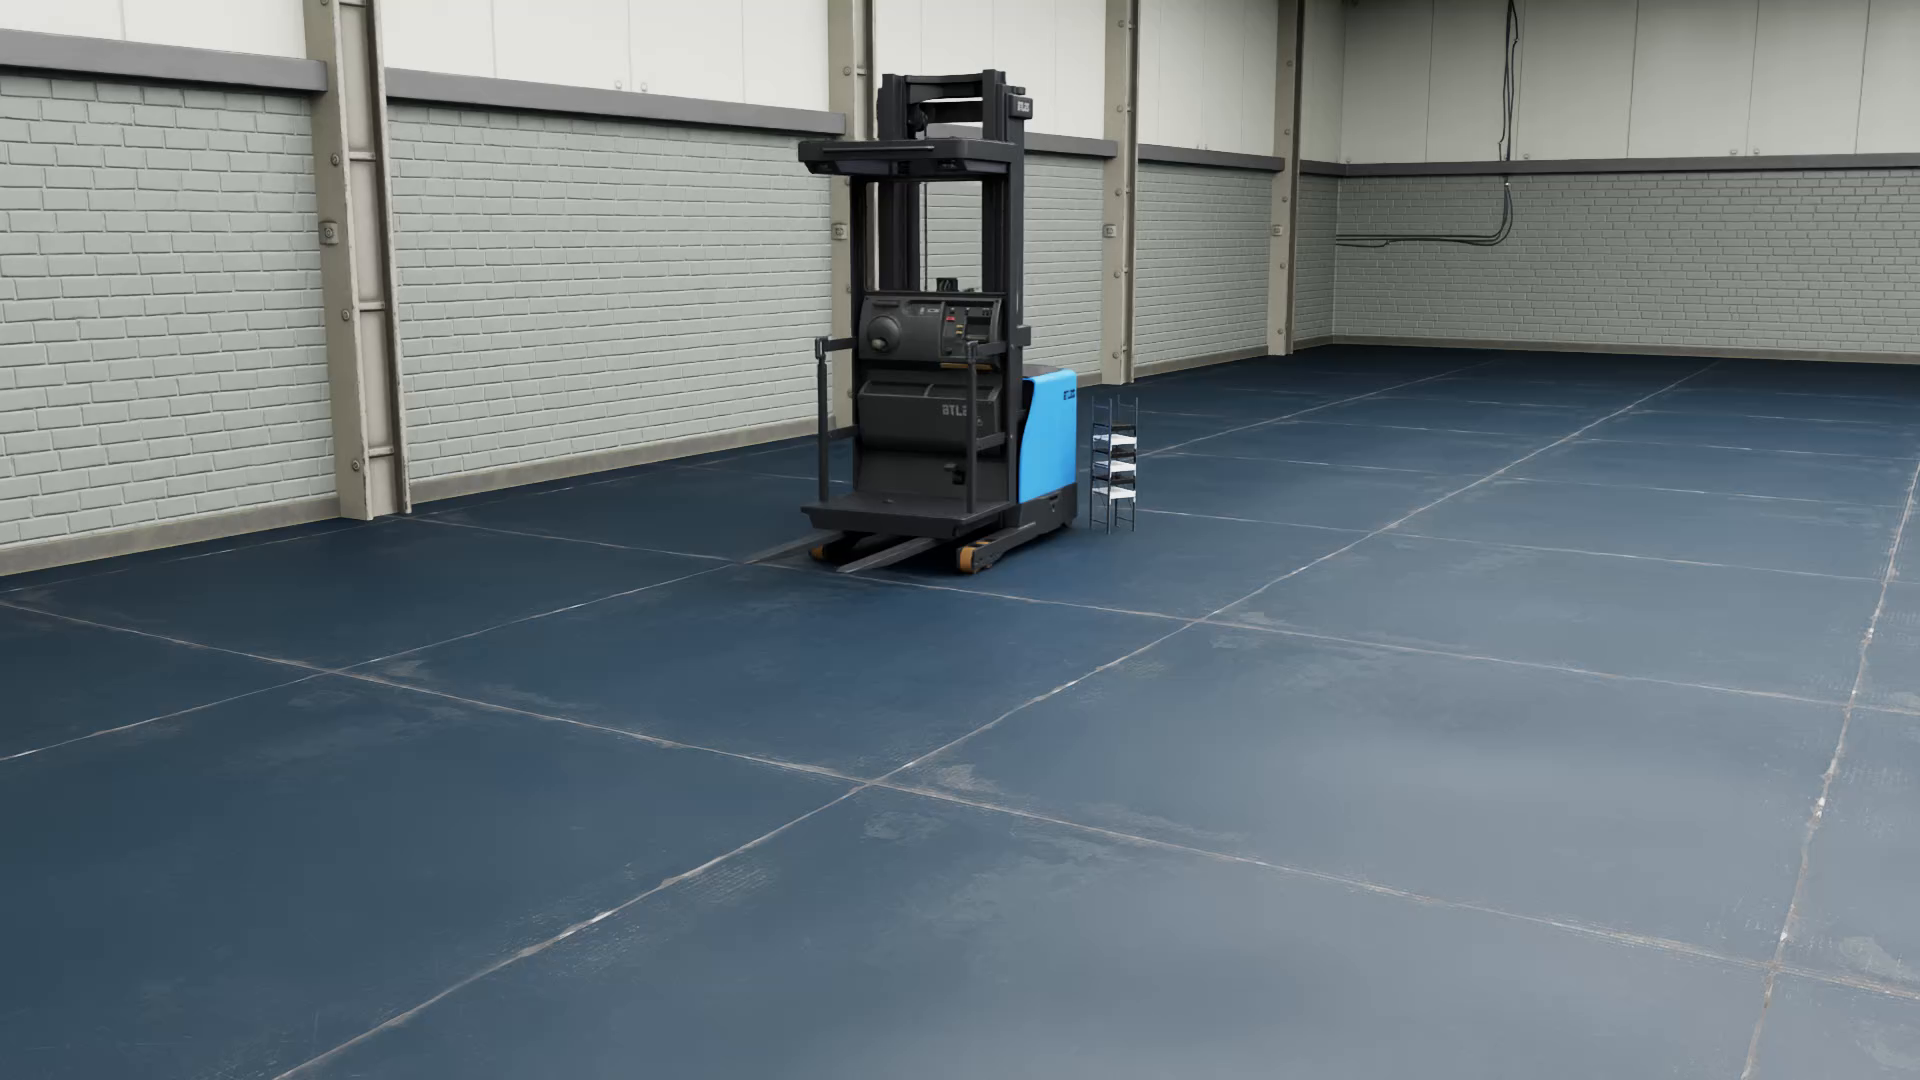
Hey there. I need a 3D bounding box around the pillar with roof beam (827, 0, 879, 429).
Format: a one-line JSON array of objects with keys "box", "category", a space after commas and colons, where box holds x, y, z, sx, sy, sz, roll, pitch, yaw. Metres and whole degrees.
[{"box": [2.630, -5.138, 13.860, 9.100, 9.000, 0.400, 6, 12, 31], "category": "pillar with roof beam"}]

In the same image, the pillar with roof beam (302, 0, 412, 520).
[{"box": [-0.486, -4.195, 8.820, 9.100, 9.000, 0.400, 6, 12, 31], "category": "pillar with roof beam"}]

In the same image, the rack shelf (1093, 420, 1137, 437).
[{"box": [1.028, -0.745, 11.115, 0.200, 0.077, 0.258, -6, 12, -27], "category": "rack shelf"}]

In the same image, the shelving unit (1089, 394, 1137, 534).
[{"box": [1.028, -0.512, 11.158, 0.210, 0.900, 0.258, -6, 12, -27], "category": "shelving unit"}]

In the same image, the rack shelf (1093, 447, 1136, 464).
[{"box": [1.028, -0.568, 11.148, 0.200, 0.077, 0.258, -6, 12, -27], "category": "rack shelf"}]

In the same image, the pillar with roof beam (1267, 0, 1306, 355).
[{"box": [8.860, -7.025, 23.941, 9.100, 9.000, 0.400, 6, 12, 31], "category": "pillar with roof beam"}]

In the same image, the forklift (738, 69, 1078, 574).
[{"box": [-0.273, -1.328, 9.999, 1.130, 2.935, 3.031, 5, 12, 24], "category": "forklift"}]

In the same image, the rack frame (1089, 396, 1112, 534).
[{"box": [0.938, -0.503, 11.112, 0.006, 0.900, 0.240, -6, 12, -27], "category": "rack frame"}]

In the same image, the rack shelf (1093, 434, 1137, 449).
[{"box": [1.028, -0.656, 11.131, 0.200, 0.077, 0.258, -6, 12, -27], "category": "rack shelf"}]

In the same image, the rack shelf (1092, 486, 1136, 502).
[{"box": [1.028, -0.302, 11.198, 0.200, 0.077, 0.258, -6, 12, -27], "category": "rack shelf"}]

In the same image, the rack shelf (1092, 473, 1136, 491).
[{"box": [1.028, -0.391, 11.181, 0.200, 0.077, 0.258, -6, 12, -27], "category": "rack shelf"}]

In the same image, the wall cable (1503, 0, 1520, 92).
[{"box": [10.152, -8.471, 26.378, 3.097, 2.526, 0.112, 6, 12, 31], "category": "wall cable"}]

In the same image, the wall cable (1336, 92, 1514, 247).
[{"box": [7.840, -6.247, 28.224, 3.097, 2.526, 0.112, 6, 12, 31], "category": "wall cable"}]

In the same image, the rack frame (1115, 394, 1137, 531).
[{"box": [1.118, -0.521, 11.205, 0.006, 0.900, 0.240, -6, 12, -27], "category": "rack frame"}]

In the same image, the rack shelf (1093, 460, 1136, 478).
[{"box": [1.028, -0.479, 11.164, 0.200, 0.077, 0.258, -6, 12, -27], "category": "rack shelf"}]

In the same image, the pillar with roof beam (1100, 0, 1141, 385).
[{"box": [5.745, -6.082, 18.900, 9.100, 9.000, 0.400, 6, 12, 31], "category": "pillar with roof beam"}]
